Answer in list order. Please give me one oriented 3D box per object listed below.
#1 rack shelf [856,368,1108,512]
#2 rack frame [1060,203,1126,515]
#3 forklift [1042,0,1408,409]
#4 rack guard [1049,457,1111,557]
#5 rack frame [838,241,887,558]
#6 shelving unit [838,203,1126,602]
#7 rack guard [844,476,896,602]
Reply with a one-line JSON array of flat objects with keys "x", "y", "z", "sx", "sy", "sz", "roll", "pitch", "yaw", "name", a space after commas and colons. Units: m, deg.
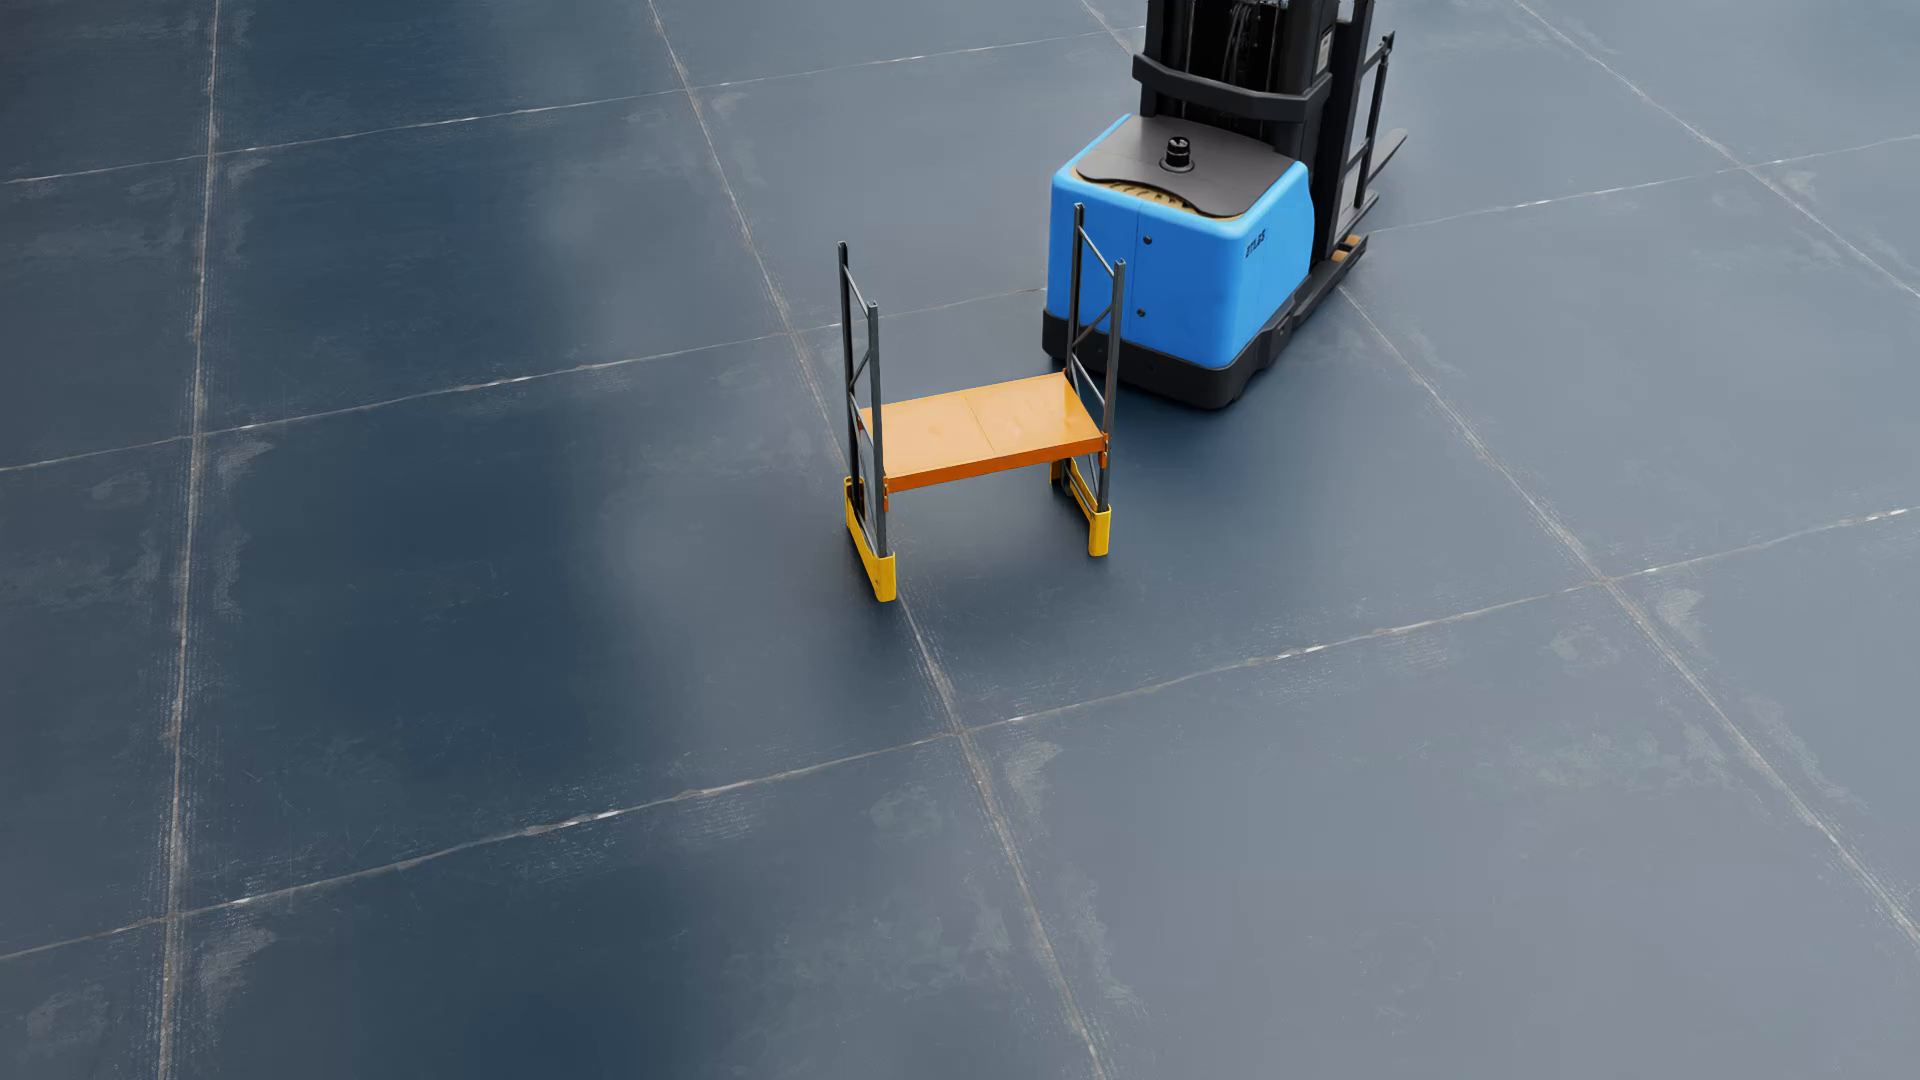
[{"x": 0.081, "y": -0.446, "z": 7.244, "sx": 1.000, "sy": 0.185, "sz": 0.538, "roll": -12, "pitch": 42, "yaw": -13, "name": "rack shelf"}, {"x": 0.566, "y": -0.682, "z": 7.240, "sx": 0.032, "sy": 1.500, "sz": 0.500, "roll": -12, "pitch": 42, "yaw": -13, "name": "rack frame"}, {"x": 1.635, "y": -2.698, "z": 8.459, "sx": 1.130, "sy": 2.935, "sz": 3.031, "roll": 22, "pitch": 46, "yaw": 24, "name": "forklift"}, {"x": 0.548, "y": -0.208, "z": 7.647, "sx": 0.087, "sy": 0.250, "sz": 0.587, "roll": -12, "pitch": 42, "yaw": -13, "name": "rack guard"}, {"x": -0.404, "y": -0.481, "z": 7.010, "sx": 0.032, "sy": 1.500, "sz": 0.500, "roll": -12, "pitch": 42, "yaw": -13, "name": "rack frame"}, {"x": 0.073, "y": -0.580, "z": 7.123, "sx": 1.083, "sy": 1.500, "sz": 0.587, "roll": -12, "pitch": 42, "yaw": -13, "name": "shelving unit"}, {"x": -0.402, "y": -0.011, "z": 7.422, "sx": 0.087, "sy": 0.250, "sz": 0.587, "roll": -12, "pitch": 42, "yaw": -13, "name": "rack guard"}]
